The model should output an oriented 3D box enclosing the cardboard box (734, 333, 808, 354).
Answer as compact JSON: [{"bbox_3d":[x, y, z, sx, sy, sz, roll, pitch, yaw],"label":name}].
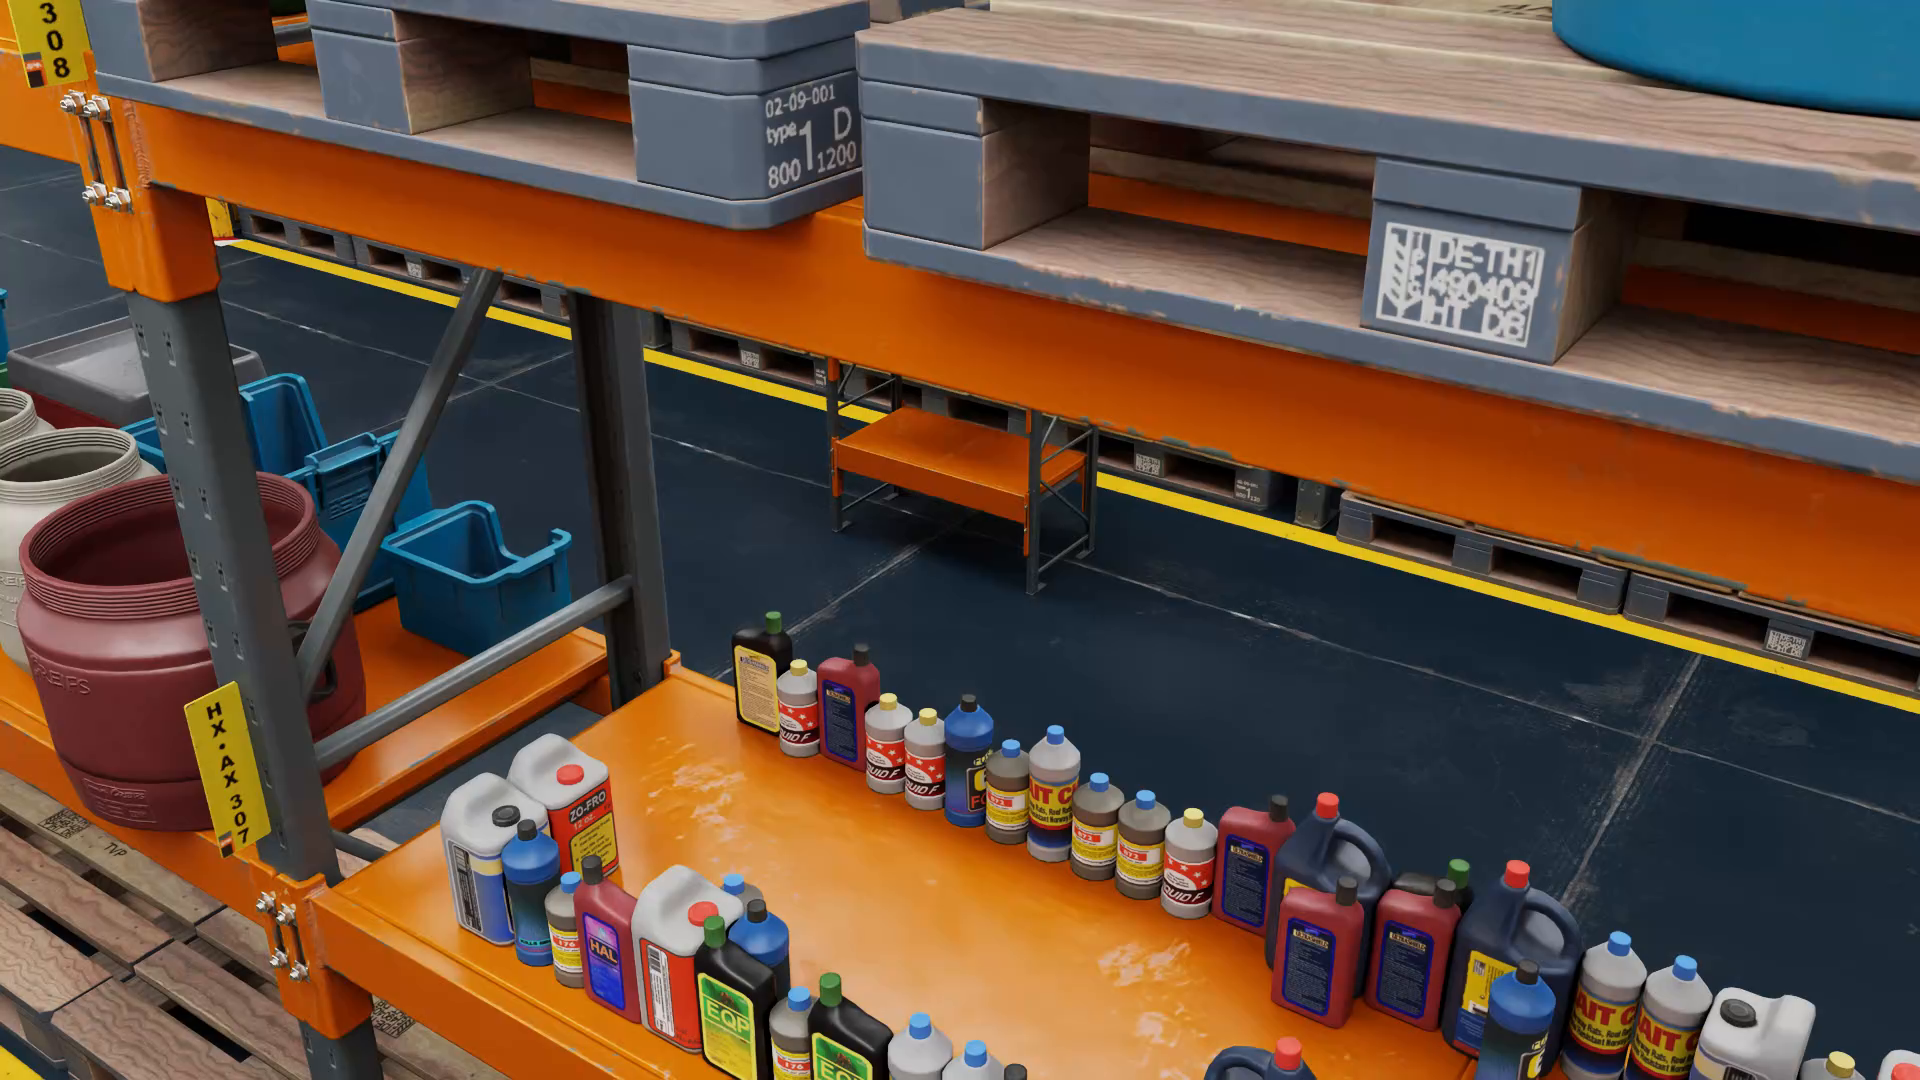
[{"bbox_3d":[-0.870,-1.236,8.939,0.500,0.250,0.500,18,32,32],"label":"cardboard box"}]

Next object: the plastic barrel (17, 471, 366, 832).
[{"bbox_3d":[-1.547,0.210,3.381,0.708,0.536,0.600,17,32,30],"label":"plastic barrel"}]

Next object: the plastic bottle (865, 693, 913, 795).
[{"bbox_3d":[-0.143,0.405,3.366,0.097,0.201,0.097,0,27,0],"label":"plastic bottle"}]

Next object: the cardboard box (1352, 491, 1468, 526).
[{"bbox_3d":[2.028,-0.433,7.065,0.500,0.500,0.500,19,32,32],"label":"cardboard box"}]

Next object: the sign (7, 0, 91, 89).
[{"bbox_3d":[-1.299,-0.807,2.336,0.005,0.325,0.100,17,32,30],"label":"sign"}]

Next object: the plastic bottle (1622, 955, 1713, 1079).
[{"bbox_3d":[1.104,0.762,2.587,0.097,0.271,0.097,0,27,0],"label":"plastic bottle"}]

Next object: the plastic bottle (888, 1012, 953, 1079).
[{"bbox_3d":[-0.058,0.818,2.478,0.097,0.271,0.097,0,27,0],"label":"plastic bottle"}]

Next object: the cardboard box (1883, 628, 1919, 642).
[{"bbox_3d":[3.727,0.092,6.033,0.500,0.500,0.500,18,32,31],"label":"cardboard box"}]

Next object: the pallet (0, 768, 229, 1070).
[{"bbox_3d":[-2.611,0.992,5.068,1.213,0.211,1.003,17,32,30],"label":"pallet"}]

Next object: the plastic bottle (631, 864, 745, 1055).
[{"bbox_3d":[-0.438,0.682,2.739,0.135,0.276,0.152,17,32,30],"label":"plastic bottle"}]

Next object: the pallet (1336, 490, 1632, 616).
[{"bbox_3d":[2.408,-0.126,7.265,1.213,0.211,1.003,17,32,30],"label":"pallet"}]

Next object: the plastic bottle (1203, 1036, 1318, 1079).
[{"bbox_3d":[0.428,0.837,2.352,0.185,0.351,0.144,17,32,30],"label":"plastic bottle"}]

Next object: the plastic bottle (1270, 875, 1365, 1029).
[{"bbox_3d":[0.595,0.667,2.760,0.133,0.283,0.061,17,32,30],"label":"plastic bottle"}]

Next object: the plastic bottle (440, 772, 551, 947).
[{"bbox_3d":[-0.820,0.563,2.972,0.135,0.276,0.152,17,32,30],"label":"plastic bottle"}]

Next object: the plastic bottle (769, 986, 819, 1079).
[{"bbox_3d":[-0.248,0.790,2.610,0.097,0.201,0.097,0,27,0],"label":"plastic bottle"}]

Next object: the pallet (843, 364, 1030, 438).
[{"bbox_3d":[0.156,-0.872,8.730,1.213,0.211,1.003,17,32,30],"label":"pallet"}]

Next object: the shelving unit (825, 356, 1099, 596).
[{"bbox_3d":[0.006,-0.500,6.991,1.048,1.125,0.538,17,32,30],"label":"shelving unit"}]

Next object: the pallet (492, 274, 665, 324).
[{"bbox_3d":[-2.115,-1.579,10.120,1.213,0.211,1.003,17,32,30],"label":"pallet"}]

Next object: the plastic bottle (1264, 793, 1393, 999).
[{"bbox_3d":[0.631,0.592,2.833,0.185,0.351,0.144,17,32,30],"label":"plastic bottle"}]

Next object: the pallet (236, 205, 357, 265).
[{"bbox_3d":[-4.126,-2.206,11.351,1.213,0.211,1.003,17,32,30],"label":"pallet"}]

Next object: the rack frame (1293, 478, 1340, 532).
[{"bbox_3d":[1.814,-1.575,7.037,0.127,3.000,1.000,17,32,30],"label":"rack frame"}]

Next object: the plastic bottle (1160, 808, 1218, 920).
[{"bbox_3d":[0.418,0.580,3.023,0.097,0.201,0.097,0,27,0],"label":"plastic bottle"}]

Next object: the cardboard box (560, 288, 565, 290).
[{"bbox_3d":[-1.989,-1.601,9.657,0.500,0.250,0.500,17,32,30],"label":"cardboard box"}]

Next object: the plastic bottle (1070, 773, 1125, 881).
[{"bbox_3d":[0.258,0.530,3.121,0.097,0.201,0.097,0,27,0],"label":"plastic bottle"}]

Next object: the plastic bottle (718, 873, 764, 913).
[{"bbox_3d":[-0.383,0.664,2.857,0.097,0.201,0.097,0,27,0],"label":"plastic bottle"}]

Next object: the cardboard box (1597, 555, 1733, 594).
[{"bbox_3d":[2.873,-0.170,6.548,0.500,0.500,0.500,17,31,30],"label":"cardboard box"}]

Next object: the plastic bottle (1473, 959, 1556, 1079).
[{"bbox_3d":[0.861,0.766,2.580,0.097,0.271,0.097,0,27,0],"label":"plastic bottle"}]

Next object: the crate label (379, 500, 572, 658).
[{"bbox_3d":[-1.128,0.102,3.926,0.416,0.233,0.303,17,32,30],"label":"crate label"}]

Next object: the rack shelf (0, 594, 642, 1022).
[{"bbox_3d":[-2.642,0.083,4.572,4.000,0.370,1.077,17,32,30],"label":"rack shelf"}]

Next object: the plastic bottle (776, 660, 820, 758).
[{"bbox_3d":[-0.333,0.346,3.483,0.097,0.201,0.097,0,27,0],"label":"plastic bottle"}]

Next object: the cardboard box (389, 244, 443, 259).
[{"bbox_3d":[-3.228,-1.984,10.410,0.500,0.250,0.500,17,32,30],"label":"cardboard box"}]

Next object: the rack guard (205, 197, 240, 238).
[{"bbox_3d":[-4.800,-2.521,11.653,0.348,0.500,1.175,17,32,30],"label":"rack guard"}]

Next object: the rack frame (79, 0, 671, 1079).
[{"bbox_3d":[-0.993,0.276,3.400,0.127,3.000,1.000,17,32,30],"label":"rack frame"}]

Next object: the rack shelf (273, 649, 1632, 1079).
[{"bbox_3d":[0.655,1.110,2.554,4.000,0.370,1.077,17,32,30],"label":"rack shelf"}]

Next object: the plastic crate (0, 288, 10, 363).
[{"bbox_3d":[-3.205,-0.577,5.094,0.575,0.384,0.392,17,32,30],"label":"plastic crate"}]

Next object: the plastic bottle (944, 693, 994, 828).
[{"bbox_3d":[0.017,0.424,3.252,0.097,0.271,0.097,0,27,0],"label":"plastic bottle"}]

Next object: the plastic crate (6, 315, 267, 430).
[{"bbox_3d":[-2.152,-0.282,4.426,0.583,0.464,0.402,17,32,30],"label":"plastic crate"}]

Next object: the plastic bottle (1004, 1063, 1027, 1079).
[{"bbox_3d":[0.107,0.874,2.354,0.133,0.283,0.061,17,32,30],"label":"plastic bottle"}]

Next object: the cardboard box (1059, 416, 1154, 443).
[{"bbox_3d":[0.816,-0.711,7.909,0.500,0.250,0.500,17,31,30],"label":"cardboard box"}]

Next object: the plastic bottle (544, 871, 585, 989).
[{"bbox_3d":[-0.659,0.662,2.862,0.097,0.201,0.097,0,27,0],"label":"plastic bottle"}]

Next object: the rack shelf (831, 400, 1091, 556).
[{"bbox_3d":[0.006,-0.282,7.102,1.000,0.278,0.538,17,32,30],"label":"rack shelf"}]

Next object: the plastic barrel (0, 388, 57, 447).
[{"bbox_3d":[-2.309,-0.066,3.949,0.421,0.512,0.421,0,27,0],"label":"plastic barrel"}]

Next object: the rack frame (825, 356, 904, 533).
[{"bbox_3d":[-0.413,-0.630,7.248,0.032,1.125,0.500,17,32,30],"label":"rack frame"}]

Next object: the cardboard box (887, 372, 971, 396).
[{"bbox_3d":[-0.023,-0.973,8.423,0.500,0.250,0.500,18,32,31],"label":"cardboard box"}]

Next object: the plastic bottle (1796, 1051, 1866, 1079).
[{"bbox_3d":[1.295,0.853,2.486,0.097,0.201,0.097,0,27,0],"label":"plastic bottle"}]

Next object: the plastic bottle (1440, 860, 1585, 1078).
[{"bbox_3d":[0.894,0.674,2.672,0.185,0.351,0.144,17,32,30],"label":"plastic bottle"}]

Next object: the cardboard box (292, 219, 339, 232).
[{"bbox_3d":[-4.050,-2.243,10.919,0.500,0.250,0.500,17,32,30],"label":"cardboard box"}]

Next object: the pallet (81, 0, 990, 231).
[{"bbox_3d":[-0.418,-0.744,2.305,1.213,0.211,1.003,17,32,30],"label":"pallet"}]
